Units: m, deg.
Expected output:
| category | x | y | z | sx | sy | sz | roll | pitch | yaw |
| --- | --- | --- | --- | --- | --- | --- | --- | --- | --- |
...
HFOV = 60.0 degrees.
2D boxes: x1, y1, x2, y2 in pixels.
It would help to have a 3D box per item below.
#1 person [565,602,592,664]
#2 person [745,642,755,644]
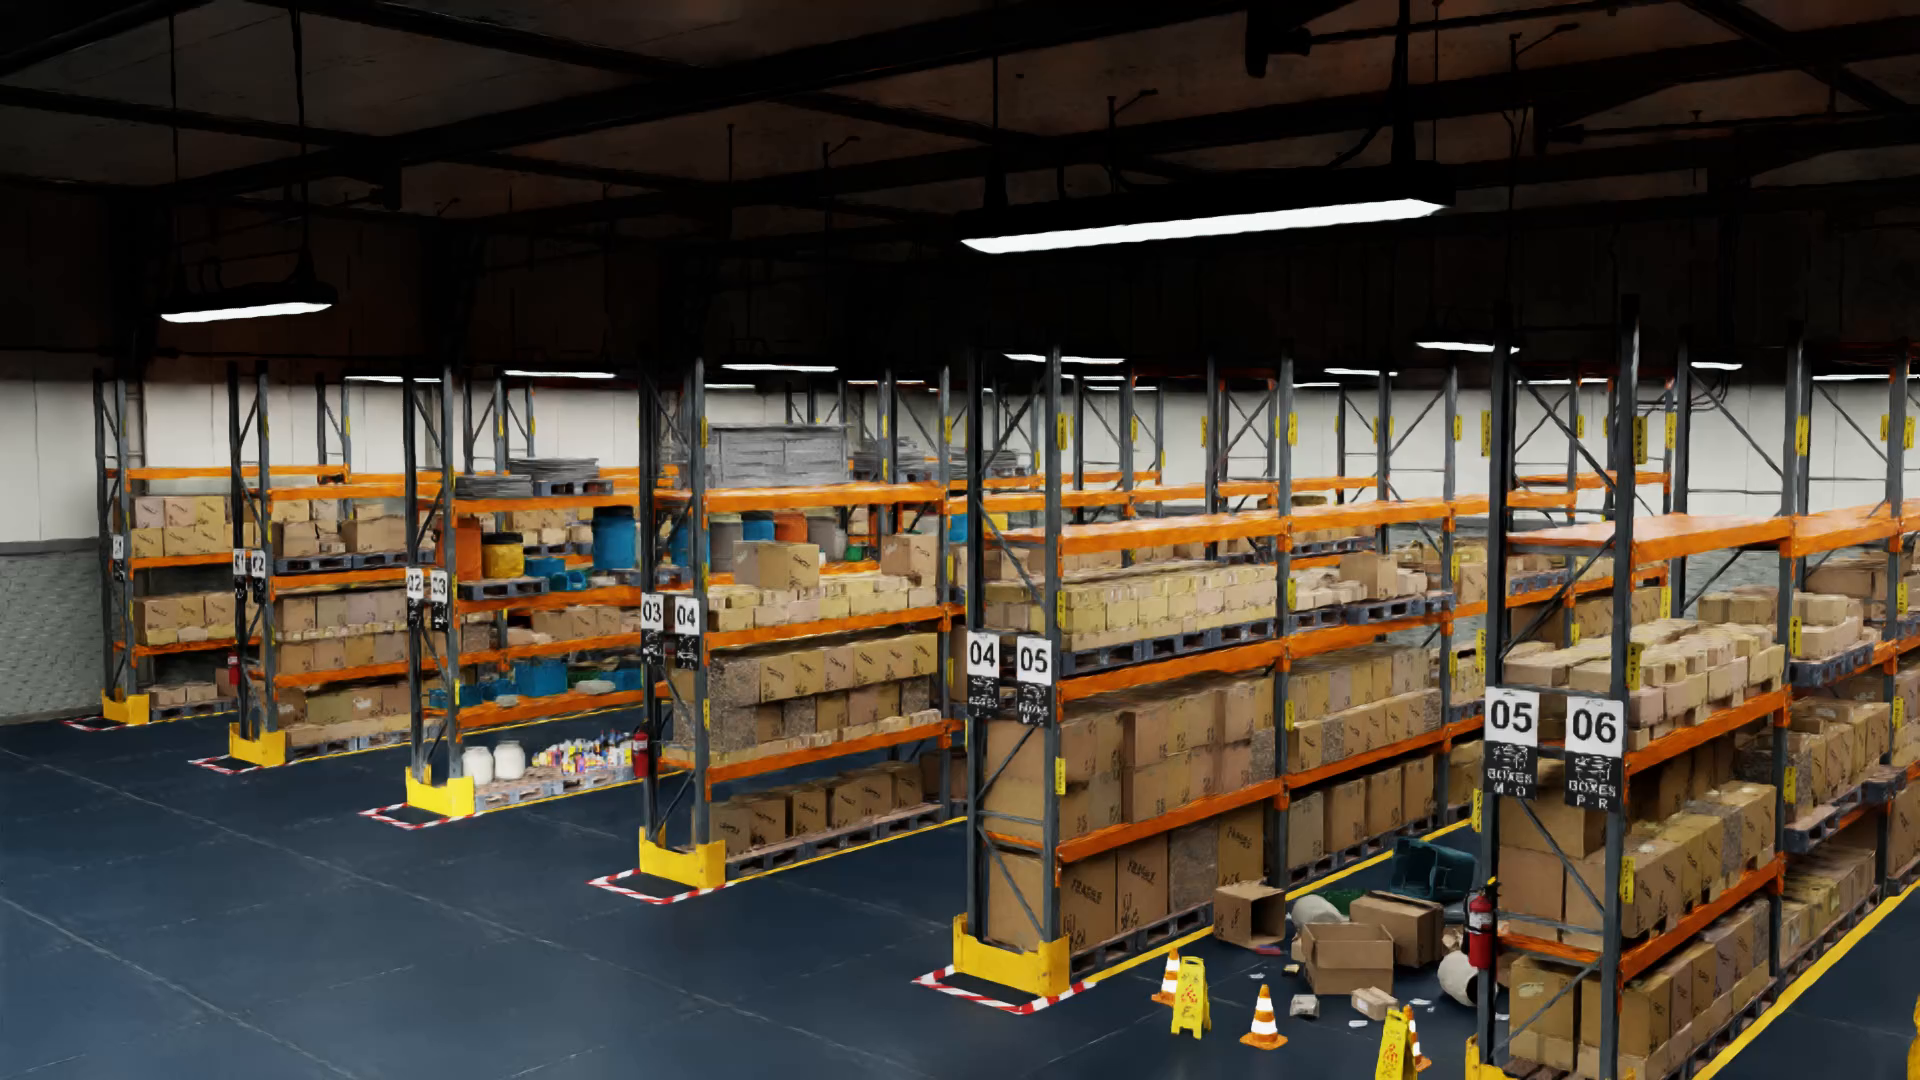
| category | x | y | z | sx | sy | sz | roll | pitch | yaw |
| --- | --- | --- | --- | --- | --- | --- | --- | --- | --- |
| person | -7.676 | 1.866 | 33.008 | 0.571 | 1.702 | 1.114 | 3 | 5 | 39 |
| person | -3.937 | 2.103 | 29.920 | 0.571 | 1.708 | 1.033 | 3 | 5 | 33 |
